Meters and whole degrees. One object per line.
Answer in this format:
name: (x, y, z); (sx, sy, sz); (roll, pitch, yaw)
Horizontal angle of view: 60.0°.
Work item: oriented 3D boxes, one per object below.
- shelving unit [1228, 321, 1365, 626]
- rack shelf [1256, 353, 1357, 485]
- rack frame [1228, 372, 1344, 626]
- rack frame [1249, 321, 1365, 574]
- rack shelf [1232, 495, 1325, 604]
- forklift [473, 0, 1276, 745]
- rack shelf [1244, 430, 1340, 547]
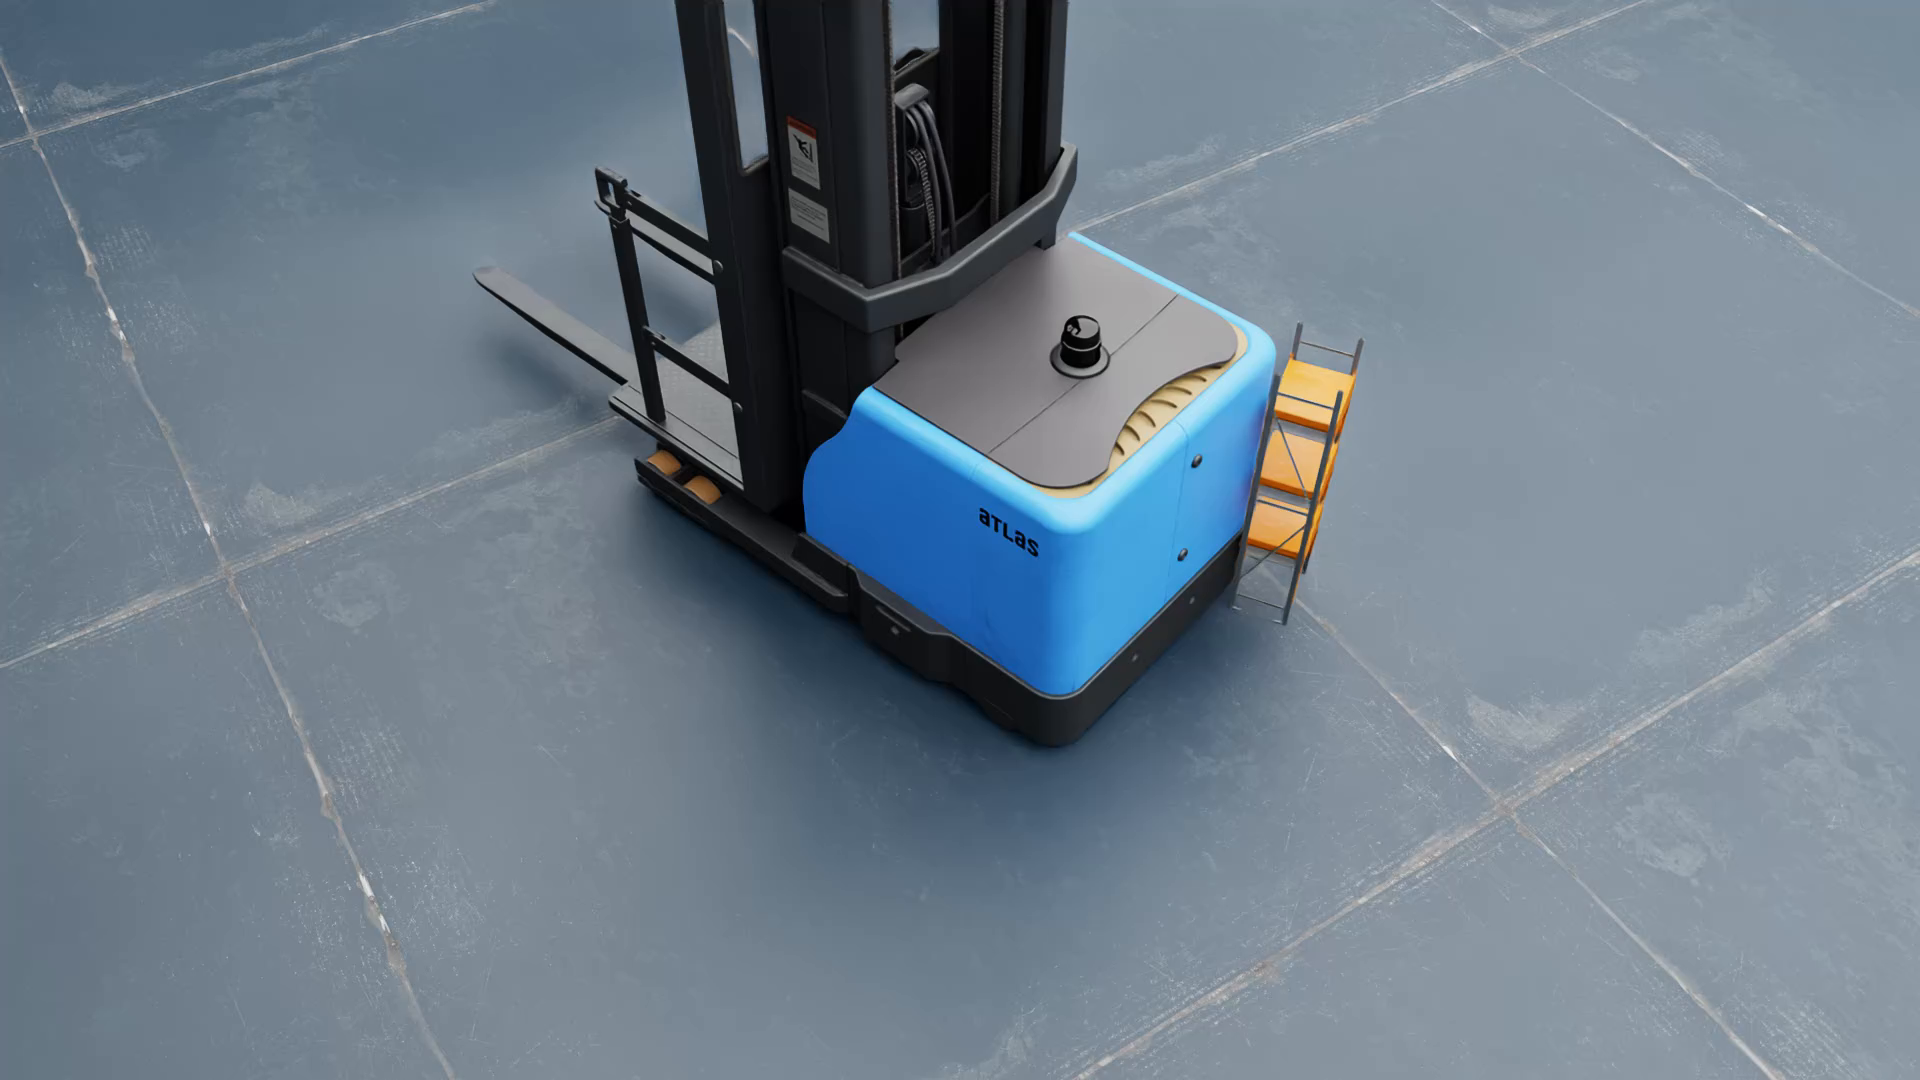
shelving unit: (1.039, -0.182, 5.207); (0.215, 1.050, 0.252); (18, 50, 15)
rack shelf: (1.042, -0.364, 5.004); (0.215, 0.259, 0.240); (18, 50, 15)
rack frame: (0.992, -0.099, 5.132); (0.200, 1.050, 0.008); (18, 50, 15)
rack frame: (1.087, -0.266, 5.282); (0.200, 1.050, 0.008); (18, 50, 15)
rack shelf: (1.037, 0.010, 5.422); (0.215, 0.259, 0.240); (18, 50, 15)
forklift: (-0.504, -1.300, 4.945); (3.031, 2.935, 1.130); (33, 56, 26)
rack shelf: (1.039, -0.175, 5.215); (0.215, 0.259, 0.240); (18, 50, 15)
